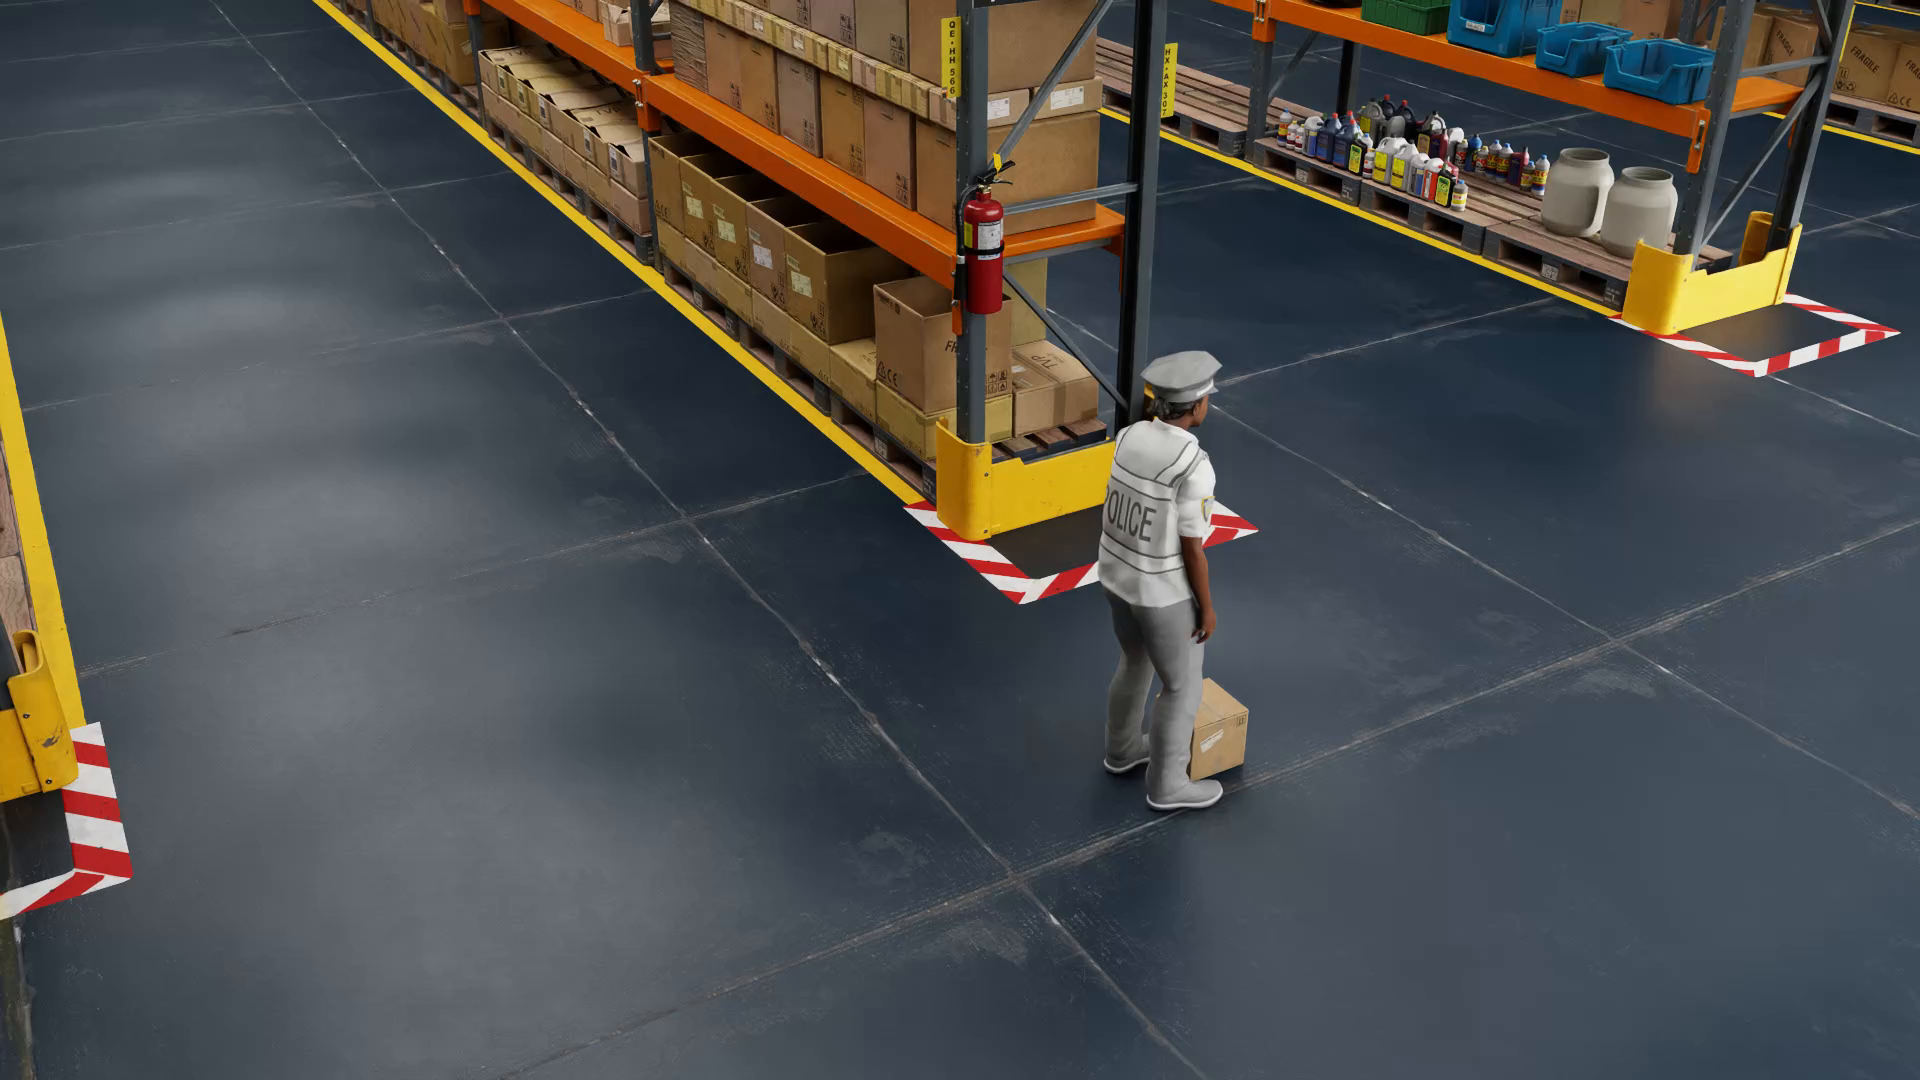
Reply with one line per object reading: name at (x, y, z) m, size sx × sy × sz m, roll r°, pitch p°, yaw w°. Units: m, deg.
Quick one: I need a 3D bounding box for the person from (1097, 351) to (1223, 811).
person at (0.707, 0.164, 5.833) m, size 0.395 × 1.659 × 0.532 m, roll -18°, pitch 34°, yaw -29°
